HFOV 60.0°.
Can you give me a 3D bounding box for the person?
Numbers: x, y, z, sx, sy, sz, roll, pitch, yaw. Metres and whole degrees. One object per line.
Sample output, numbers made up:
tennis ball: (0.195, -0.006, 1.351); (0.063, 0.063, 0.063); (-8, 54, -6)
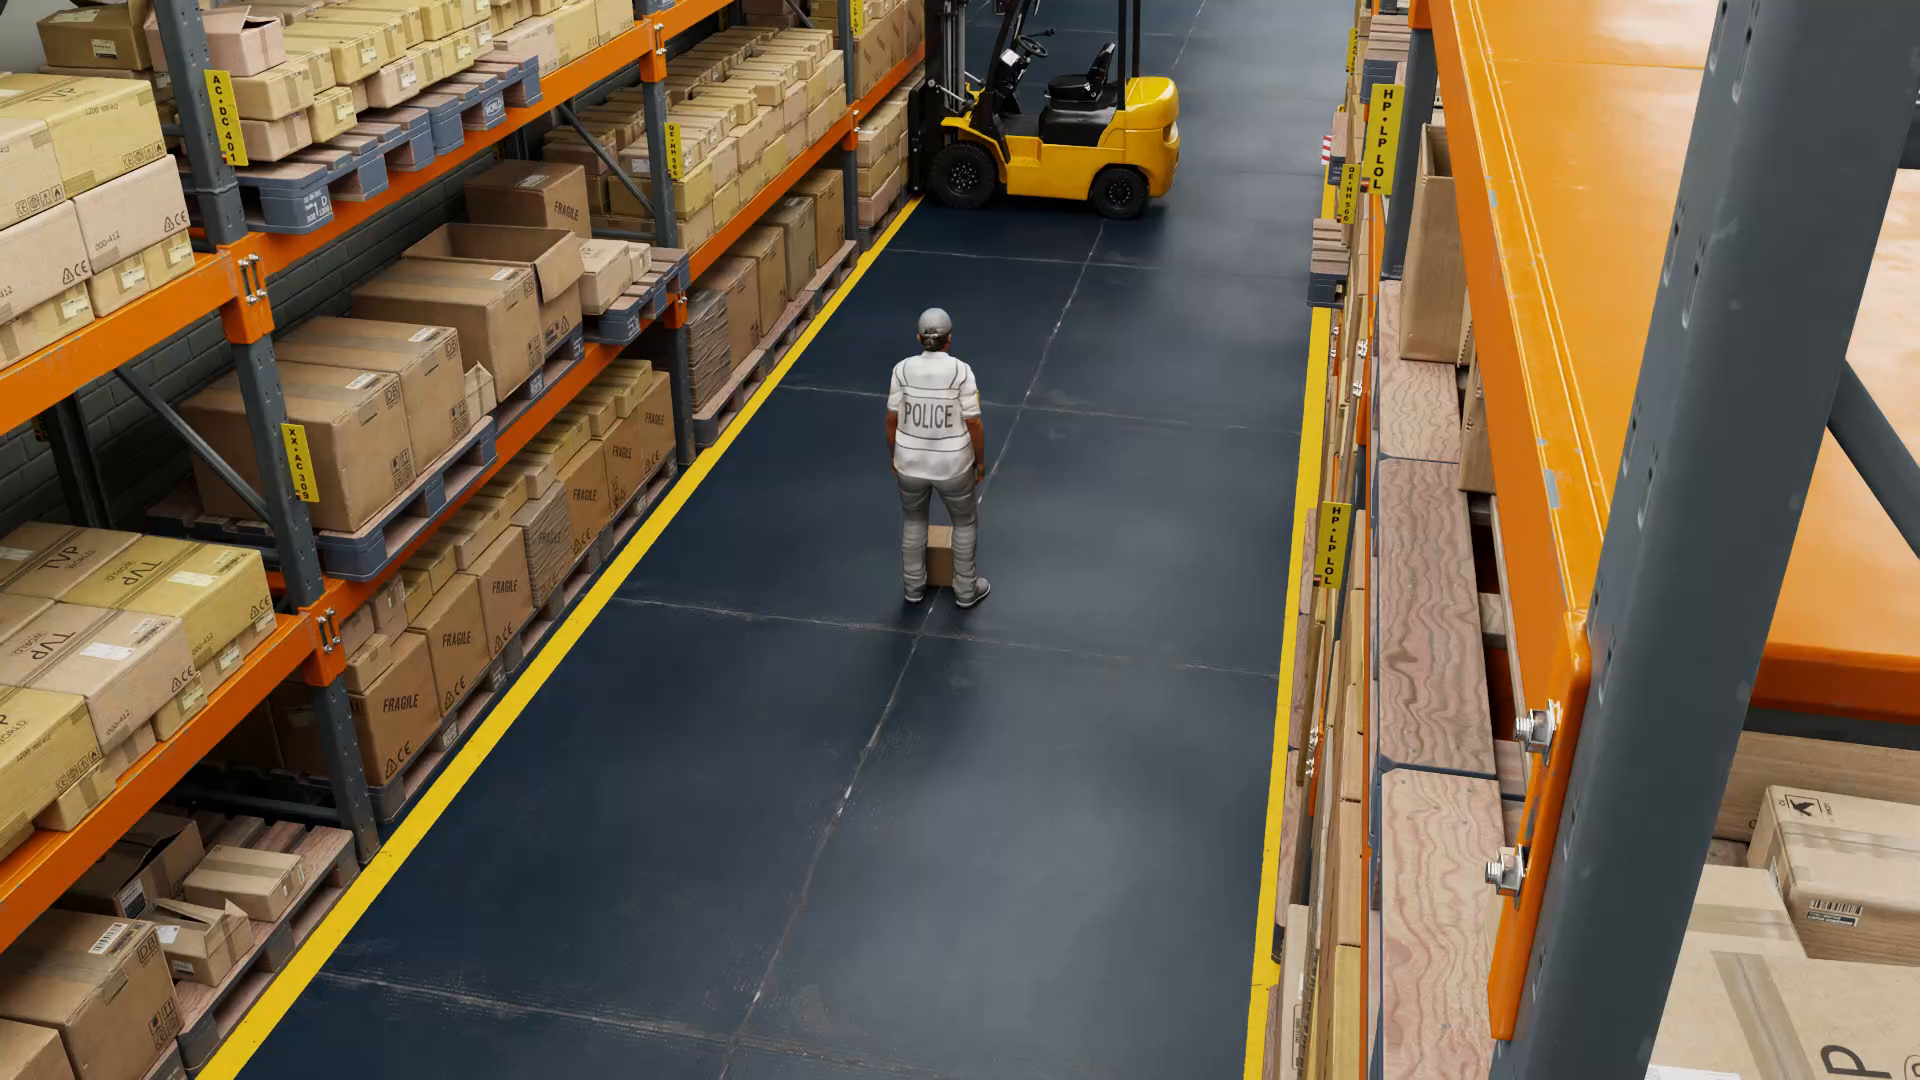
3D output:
person: (-0.116, -0.424, 8.884); (0.543, 1.666, 0.470); (6, 29, 10)
